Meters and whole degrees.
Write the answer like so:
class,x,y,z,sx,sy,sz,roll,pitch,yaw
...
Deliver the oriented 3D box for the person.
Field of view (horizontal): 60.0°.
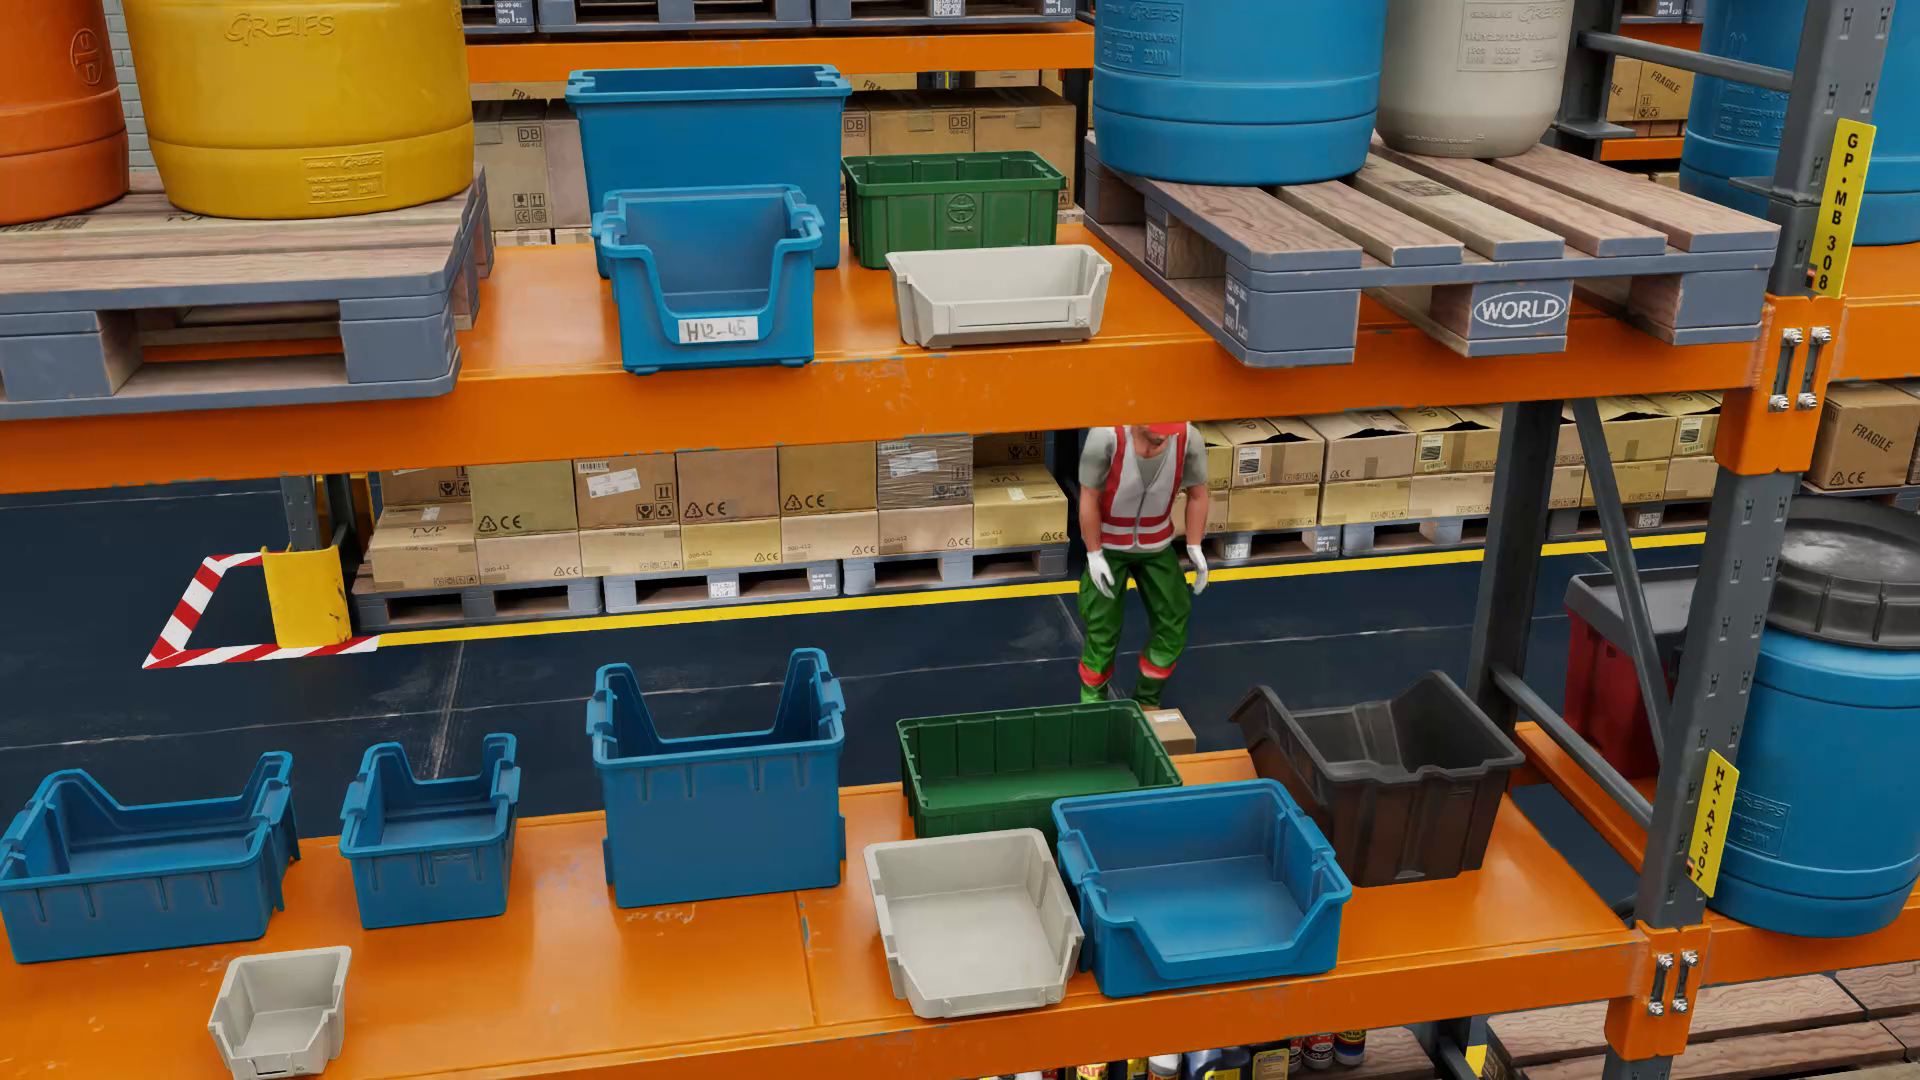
class,x,y,z,sx,sy,sz,roll,pitch,yaw
person,0.774,0.058,7.089,0.560,1.666,0.558,-4,23,-9
